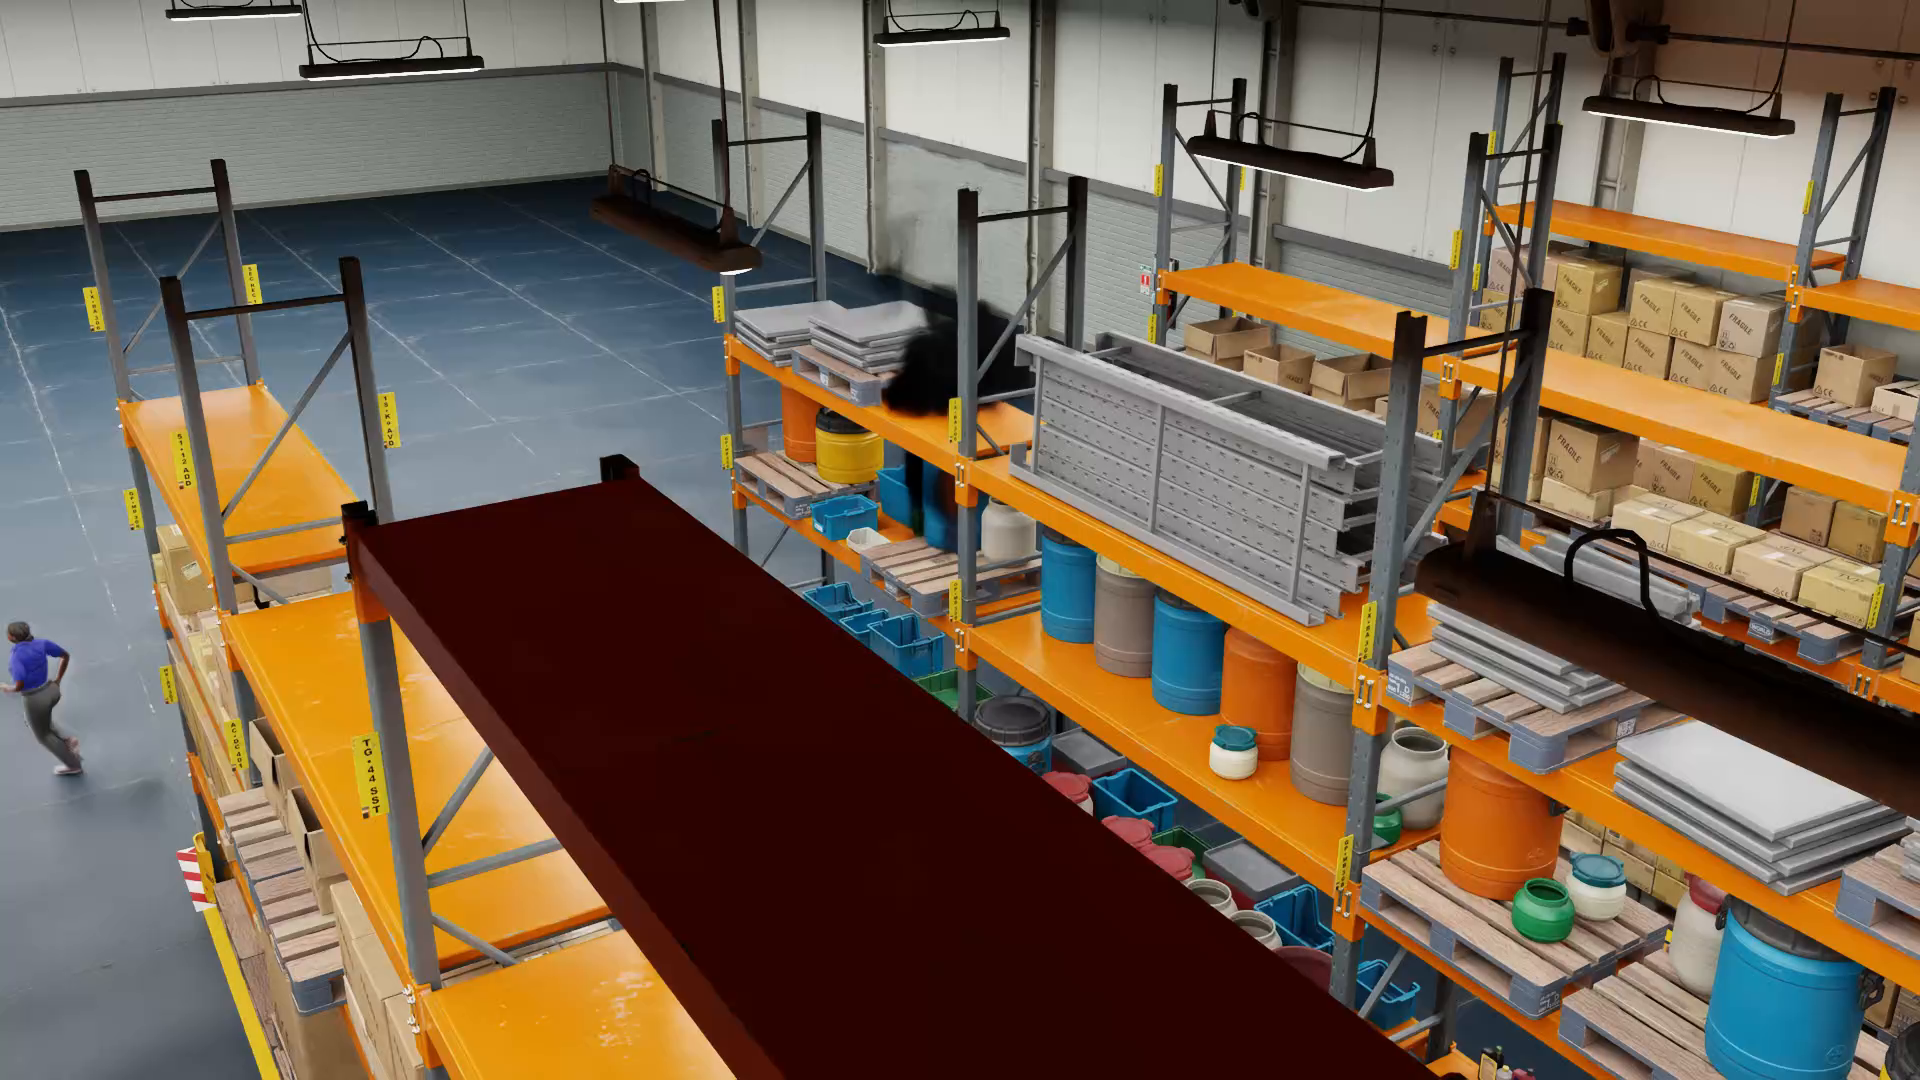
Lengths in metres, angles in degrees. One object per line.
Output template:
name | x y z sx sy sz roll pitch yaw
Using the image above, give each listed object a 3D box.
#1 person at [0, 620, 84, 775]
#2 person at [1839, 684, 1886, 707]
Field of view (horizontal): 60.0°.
person | -8.635 1.486 15.546 0.559 1.599 0.580 2 22 5
person | 7.999 1.742 14.944 0.547 1.564 0.768 -17 27 -36
